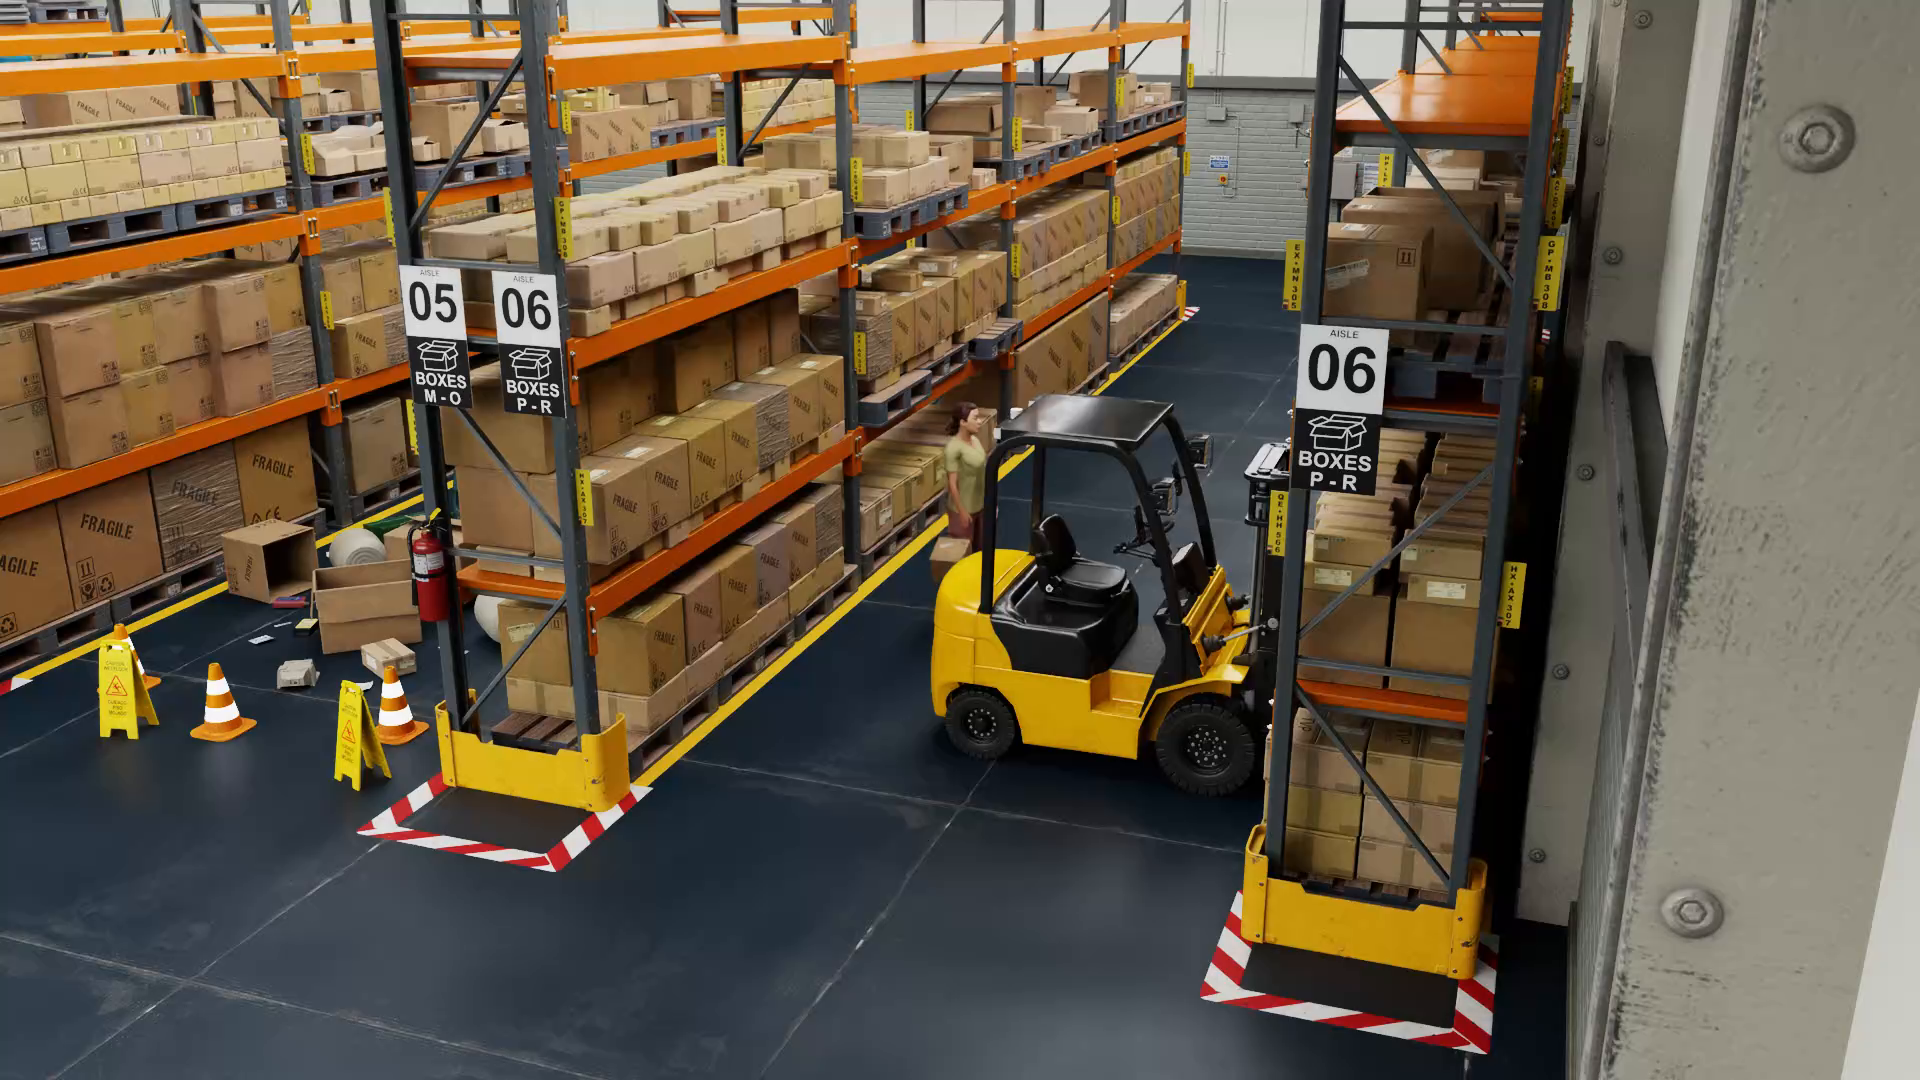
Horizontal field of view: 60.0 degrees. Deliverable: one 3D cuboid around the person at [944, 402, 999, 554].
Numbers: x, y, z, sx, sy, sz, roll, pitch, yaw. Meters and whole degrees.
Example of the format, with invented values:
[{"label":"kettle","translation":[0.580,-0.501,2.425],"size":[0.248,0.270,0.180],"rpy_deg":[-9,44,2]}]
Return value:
[{"label":"person","translation":[0.058,-0.211,12.623],"size":[0.432,1.684,0.525],"rpy_deg":[11,21,28]}]
